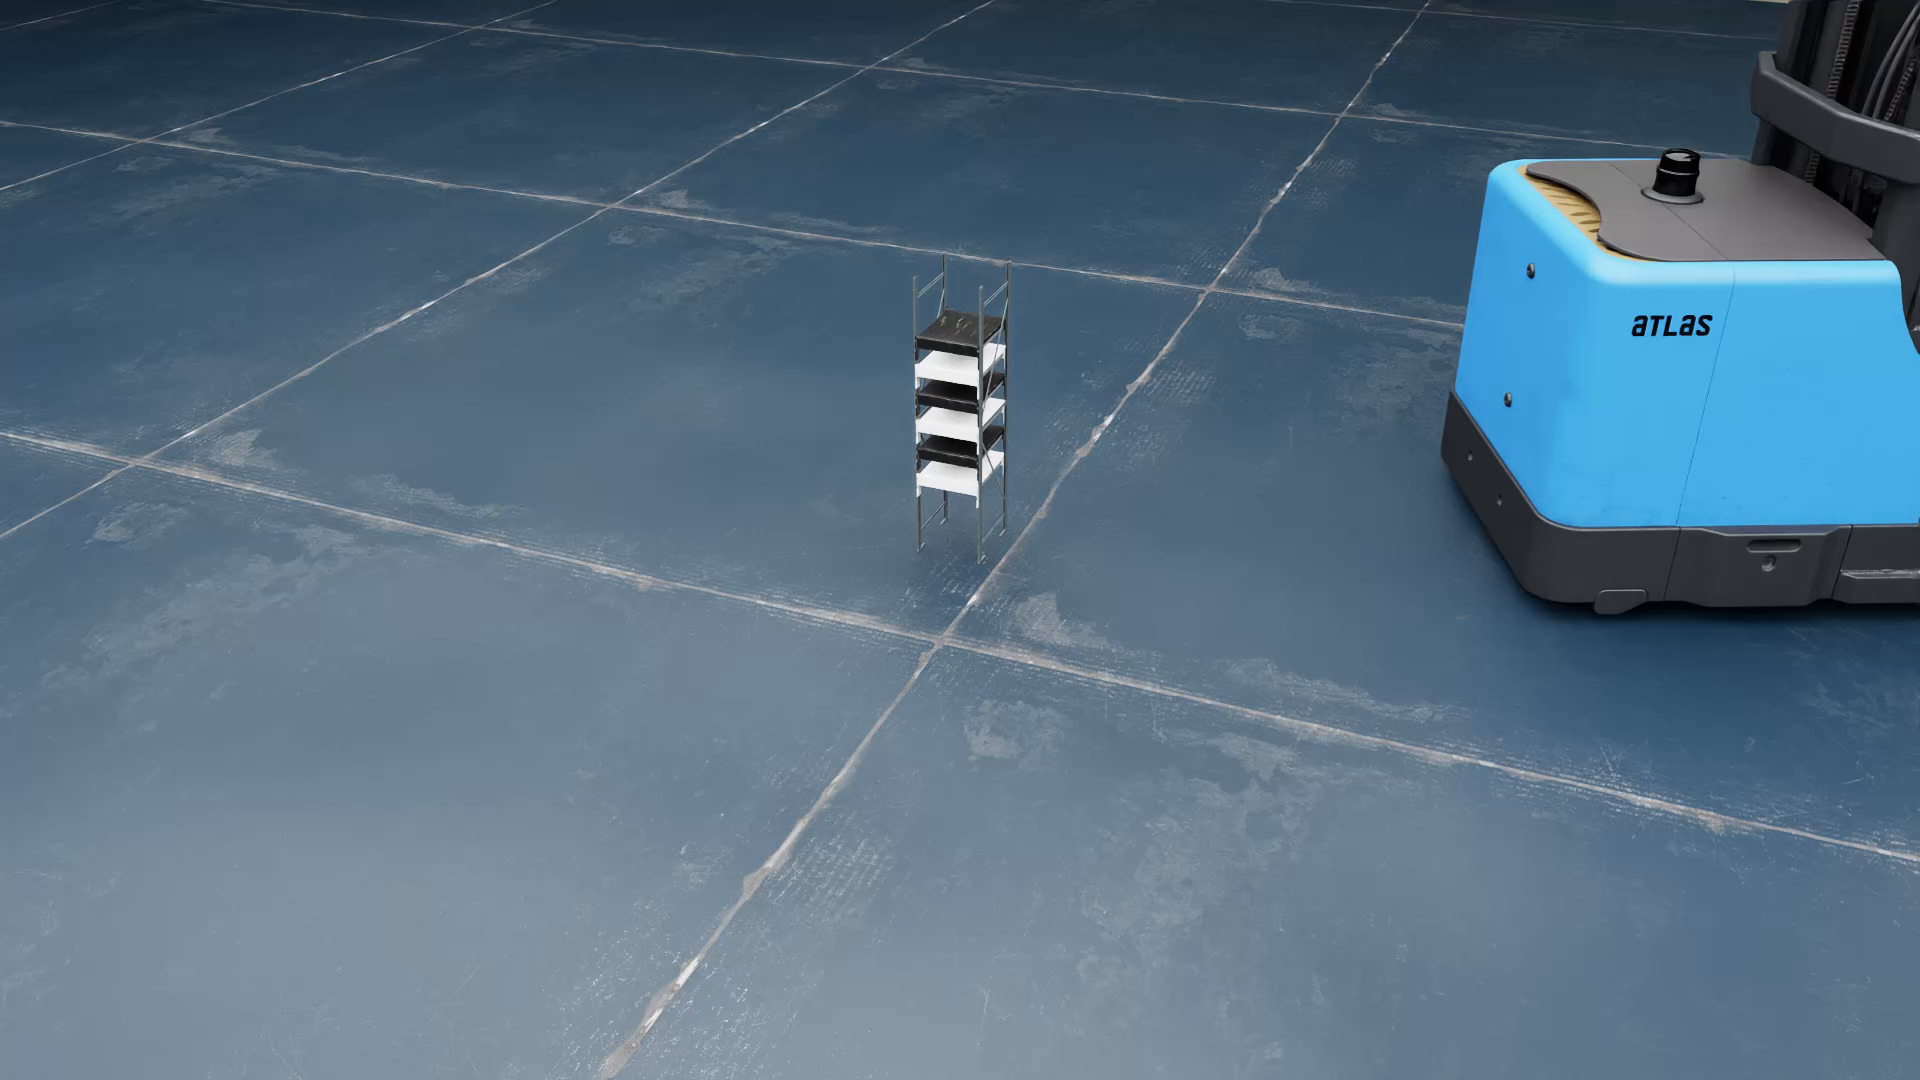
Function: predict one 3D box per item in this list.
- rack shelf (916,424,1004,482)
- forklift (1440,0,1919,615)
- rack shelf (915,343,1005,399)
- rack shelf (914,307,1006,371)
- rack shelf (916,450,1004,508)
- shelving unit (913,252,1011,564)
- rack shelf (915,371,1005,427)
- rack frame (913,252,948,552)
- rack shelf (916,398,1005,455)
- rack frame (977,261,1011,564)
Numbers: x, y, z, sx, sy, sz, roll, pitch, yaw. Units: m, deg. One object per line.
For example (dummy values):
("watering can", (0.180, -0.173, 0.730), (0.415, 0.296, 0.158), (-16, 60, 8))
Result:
("rack shelf", (0.008, -0.283, 5.087), (0.200, 0.077, 0.258), (11, 31, 19))
("forklift", (3.146, -1.309, 4.588), (3.031, 2.935, 1.130), (-1, 29, -1))
("rack shelf", (0.008, -0.518, 4.954), (0.200, 0.077, 0.258), (11, 31, 19))
("rack shelf", (0.008, -0.596, 4.909), (0.200, 0.077, 0.258), (11, 31, 19))
("rack shelf", (0.008, -0.205, 5.131), (0.200, 0.077, 0.258), (11, 31, 19))
("shelving unit", (0.008, -0.390, 5.026), (0.210, 0.900, 0.258), (11, 31, 19))
("rack shelf", (0.008, -0.440, 4.998), (0.200, 0.077, 0.258), (11, 31, 19))
("rack frame", (-0.087, -0.409, 5.059), (0.006, 0.900, 0.240), (11, 31, 19))
("rack shelf", (0.008, -0.361, 5.042), (0.200, 0.077, 0.258), (11, 31, 19))
("rack frame", (0.102, -0.371, 4.993), (0.006, 0.900, 0.240), (11, 31, 19))
